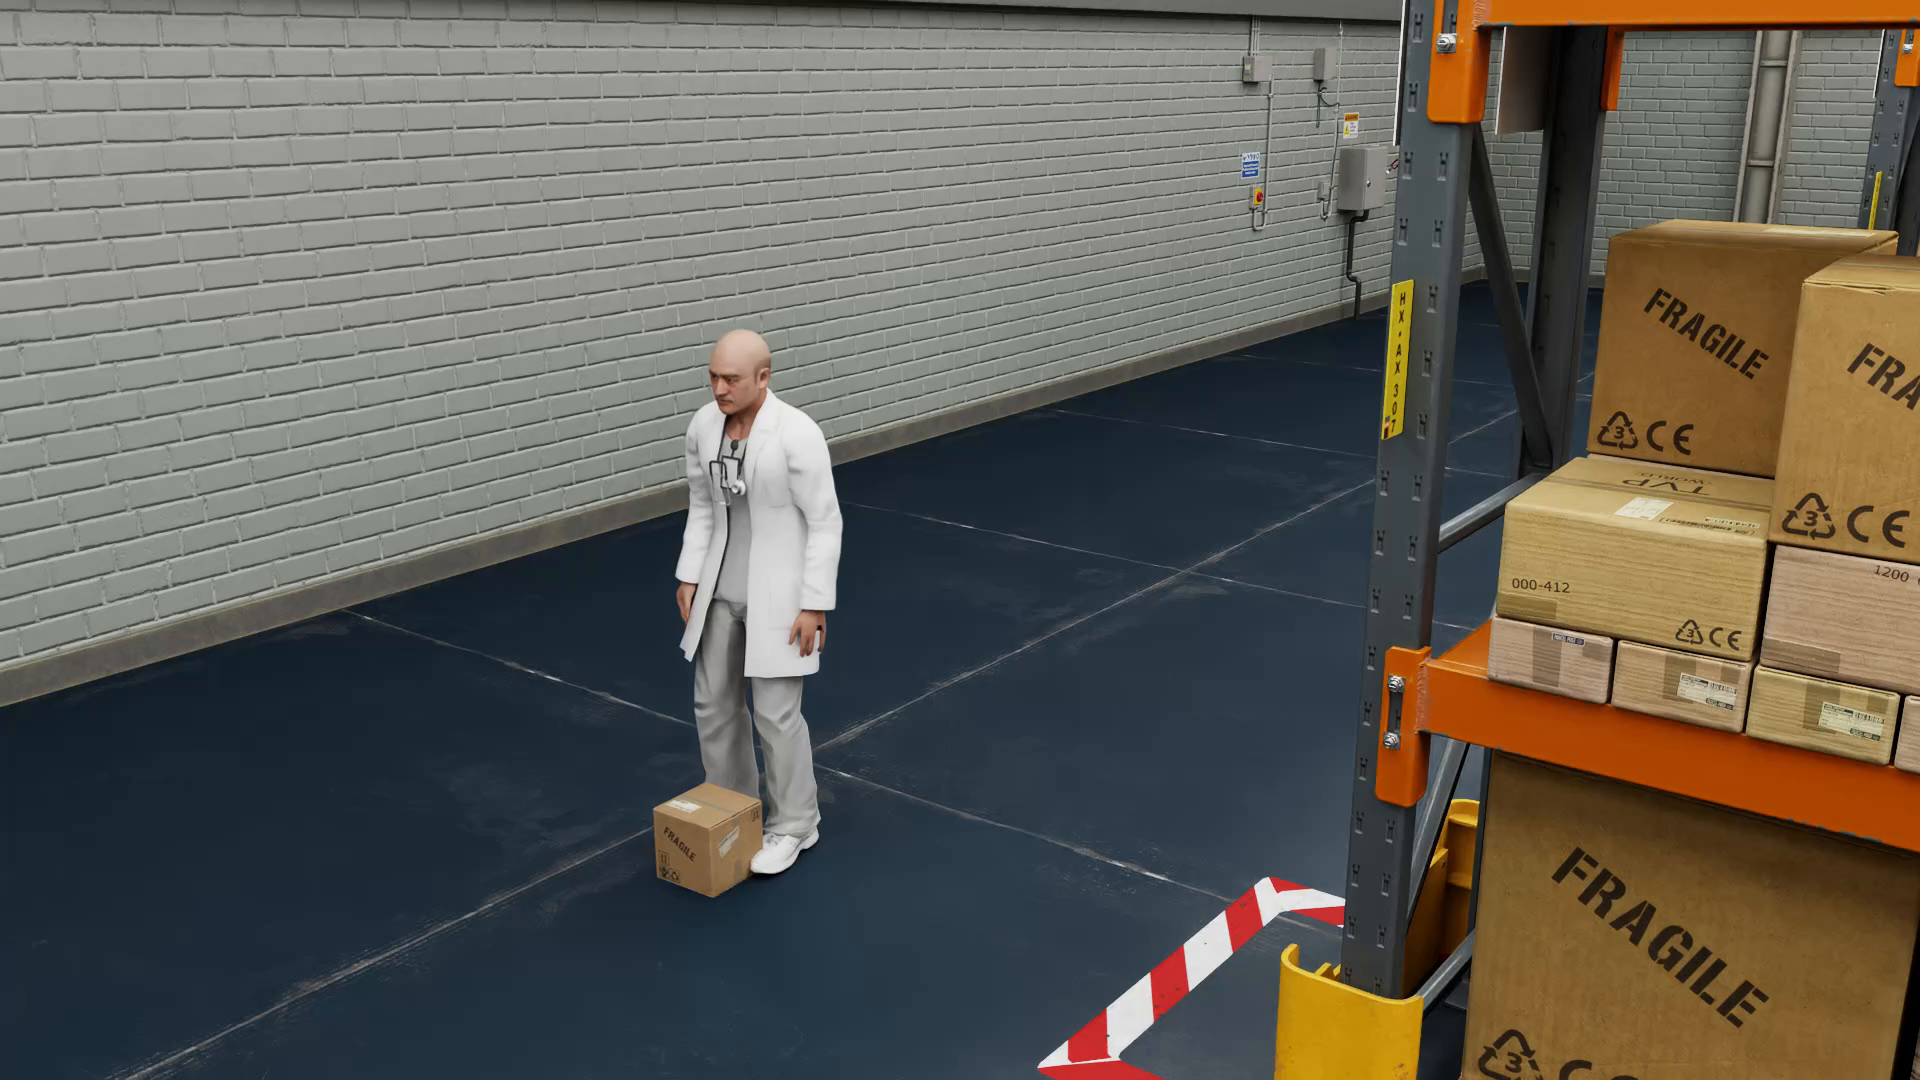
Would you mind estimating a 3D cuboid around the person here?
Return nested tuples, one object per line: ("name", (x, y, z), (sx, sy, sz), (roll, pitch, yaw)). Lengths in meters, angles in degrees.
("person", (-0.671, 0.205, 5.424), (0.637, 1.739, 0.428), (11, 19, 33))
